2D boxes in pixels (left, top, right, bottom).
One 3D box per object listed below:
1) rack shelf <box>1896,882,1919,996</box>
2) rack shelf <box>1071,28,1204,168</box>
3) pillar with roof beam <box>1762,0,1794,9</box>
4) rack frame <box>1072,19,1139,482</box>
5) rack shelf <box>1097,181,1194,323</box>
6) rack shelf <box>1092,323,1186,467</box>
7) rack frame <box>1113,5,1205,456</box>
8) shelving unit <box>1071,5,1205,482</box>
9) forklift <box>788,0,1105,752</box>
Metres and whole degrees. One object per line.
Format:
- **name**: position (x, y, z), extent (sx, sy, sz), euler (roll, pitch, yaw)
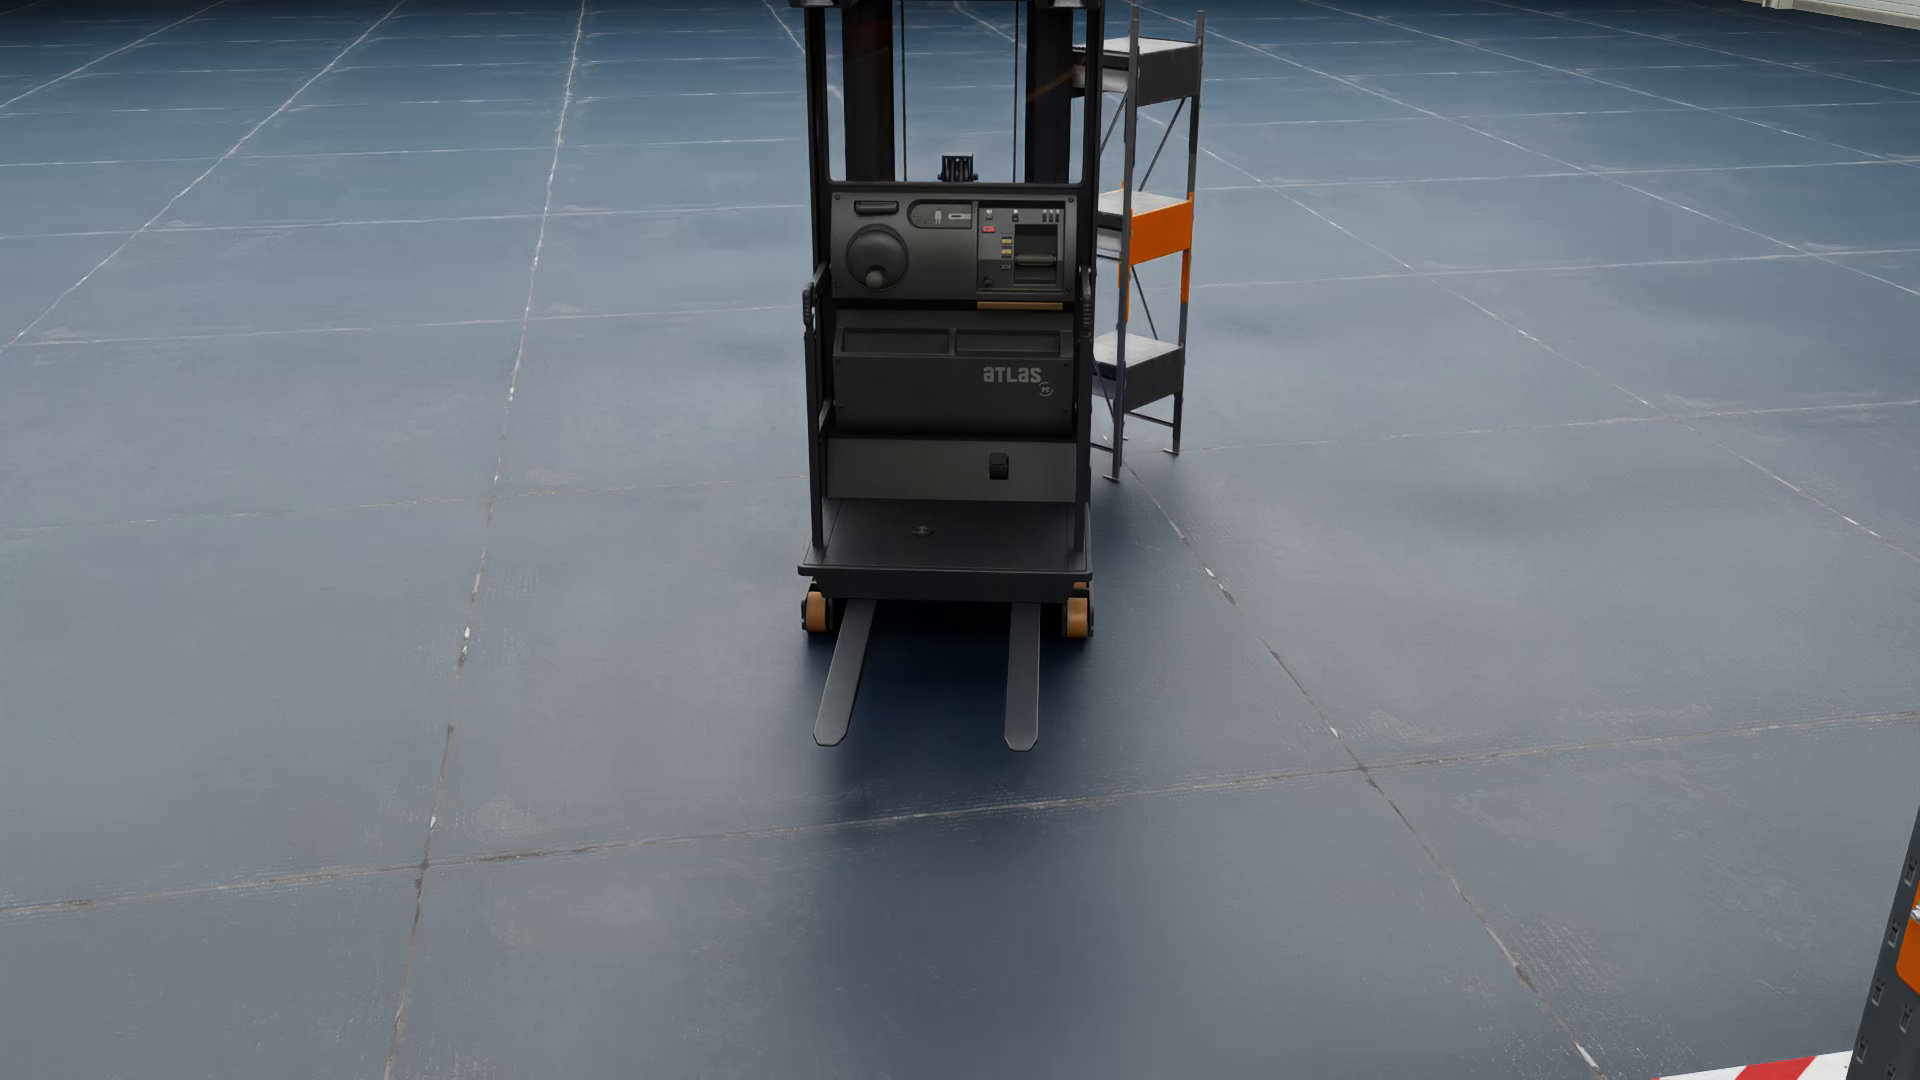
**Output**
- **rack shelf**: position (2.586, 1.373, 1.258), extent (1.077, 0.370, 4.000), euler (-4, 24, -10)
- **rack shelf**: position (0.770, -1.993, 7.473), extent (0.431, 0.518, 0.480), euler (20, 30, 38)
- **pillar with roof beam**: position (9.130, -12.503, 24.634), extent (9.100, 9.000, 0.400), euler (-4, 24, -10)
- **rack frame**: position (0.605, -1.292, 7.581), extent (0.400, 2.100, 0.015), euler (20, 30, 38)
- **rack shelf**: position (0.769, -1.351, 7.752), extent (0.431, 0.518, 0.480), euler (20, 30, 38)
- **rack shelf**: position (0.768, -0.709, 8.031), extent (0.431, 0.518, 0.480), euler (20, 30, 38)
- **rack frame**: position (0.933, -1.435, 7.913), extent (0.400, 2.100, 0.015), euler (20, 30, 38)
- **shelving unit**: position (0.769, -1.364, 7.747), extent (0.431, 2.100, 0.503), euler (20, 30, 38)
- **forklift**: position (-0.033, -1.094, 6.093), extent (1.130, 2.935, 3.031), euler (1, 24, 3)
